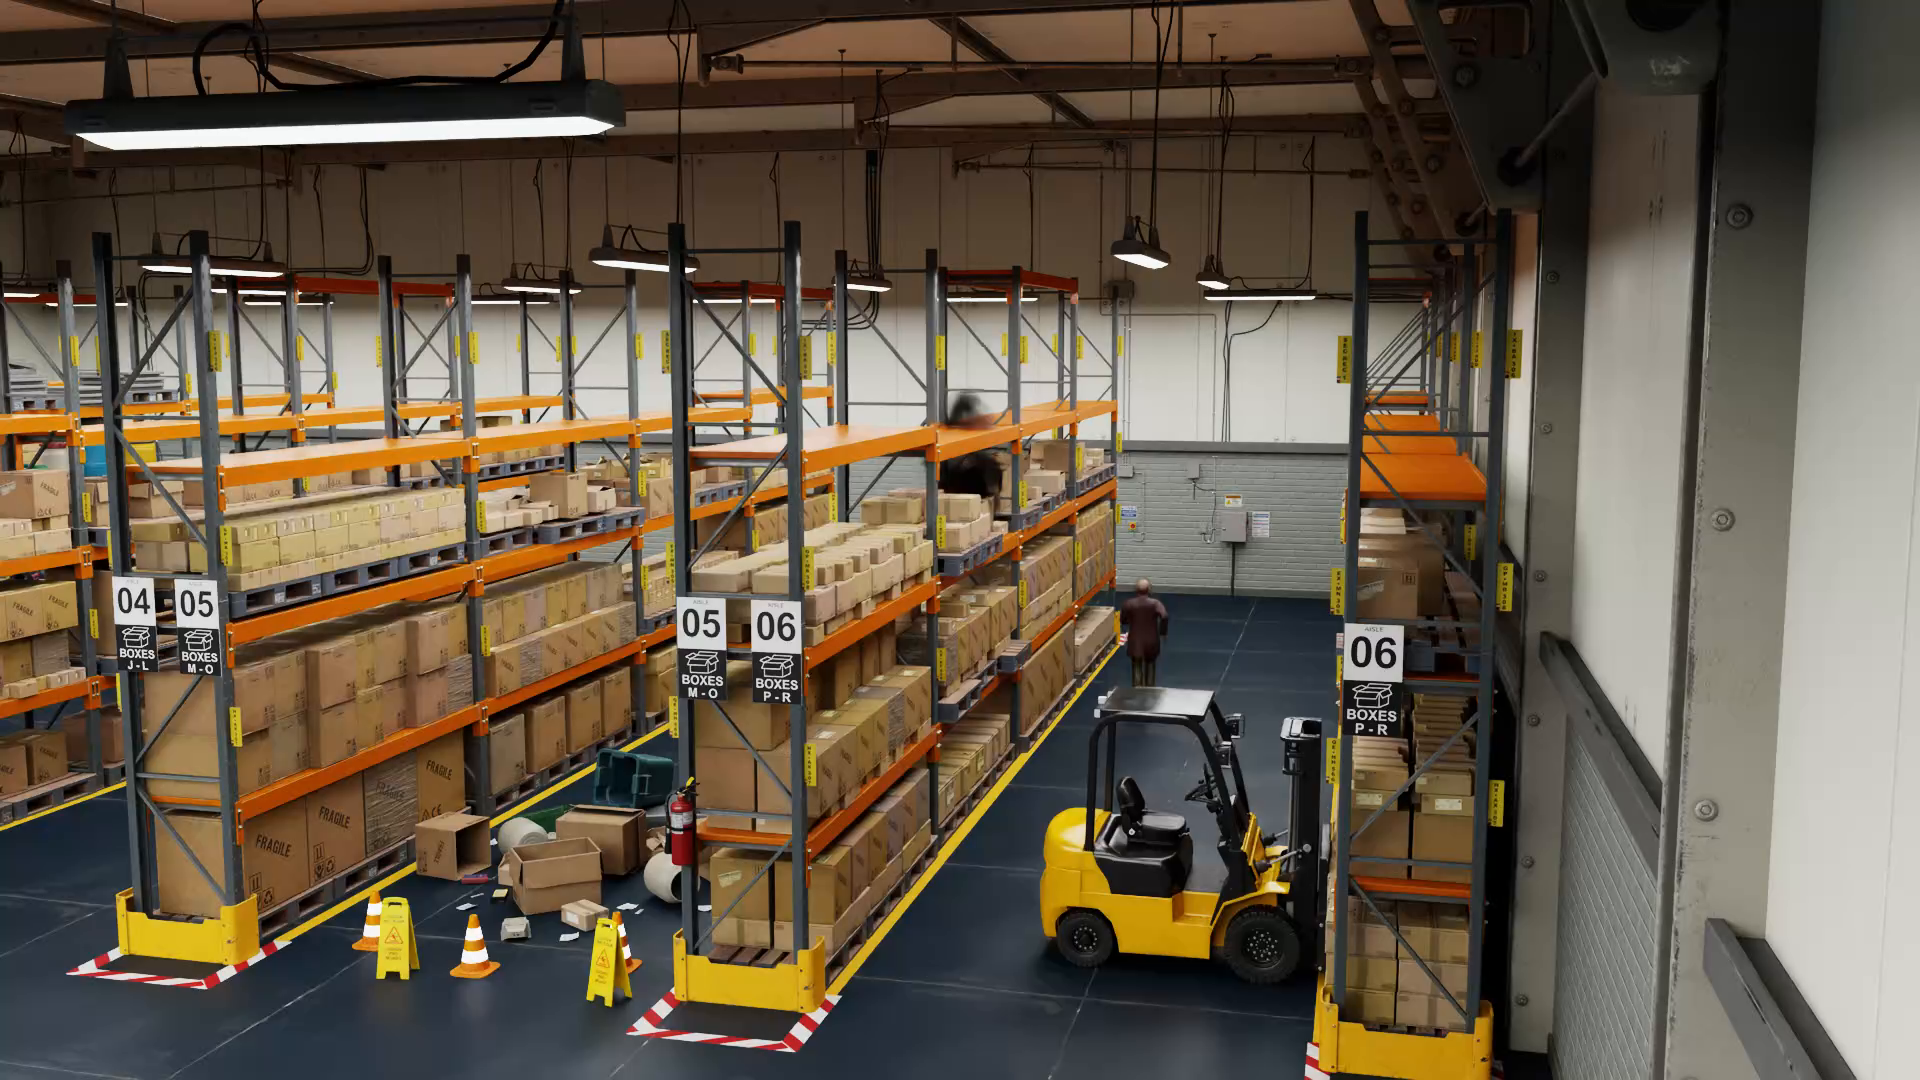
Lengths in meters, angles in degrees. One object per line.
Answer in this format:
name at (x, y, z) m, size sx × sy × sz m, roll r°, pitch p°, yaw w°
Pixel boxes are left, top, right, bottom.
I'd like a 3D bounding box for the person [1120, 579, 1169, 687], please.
person at (2.561, 1.465, 23.197) m, size 0.669 × 1.849 × 0.838 m, roll 1°, pitch 7°, yaw 4°
